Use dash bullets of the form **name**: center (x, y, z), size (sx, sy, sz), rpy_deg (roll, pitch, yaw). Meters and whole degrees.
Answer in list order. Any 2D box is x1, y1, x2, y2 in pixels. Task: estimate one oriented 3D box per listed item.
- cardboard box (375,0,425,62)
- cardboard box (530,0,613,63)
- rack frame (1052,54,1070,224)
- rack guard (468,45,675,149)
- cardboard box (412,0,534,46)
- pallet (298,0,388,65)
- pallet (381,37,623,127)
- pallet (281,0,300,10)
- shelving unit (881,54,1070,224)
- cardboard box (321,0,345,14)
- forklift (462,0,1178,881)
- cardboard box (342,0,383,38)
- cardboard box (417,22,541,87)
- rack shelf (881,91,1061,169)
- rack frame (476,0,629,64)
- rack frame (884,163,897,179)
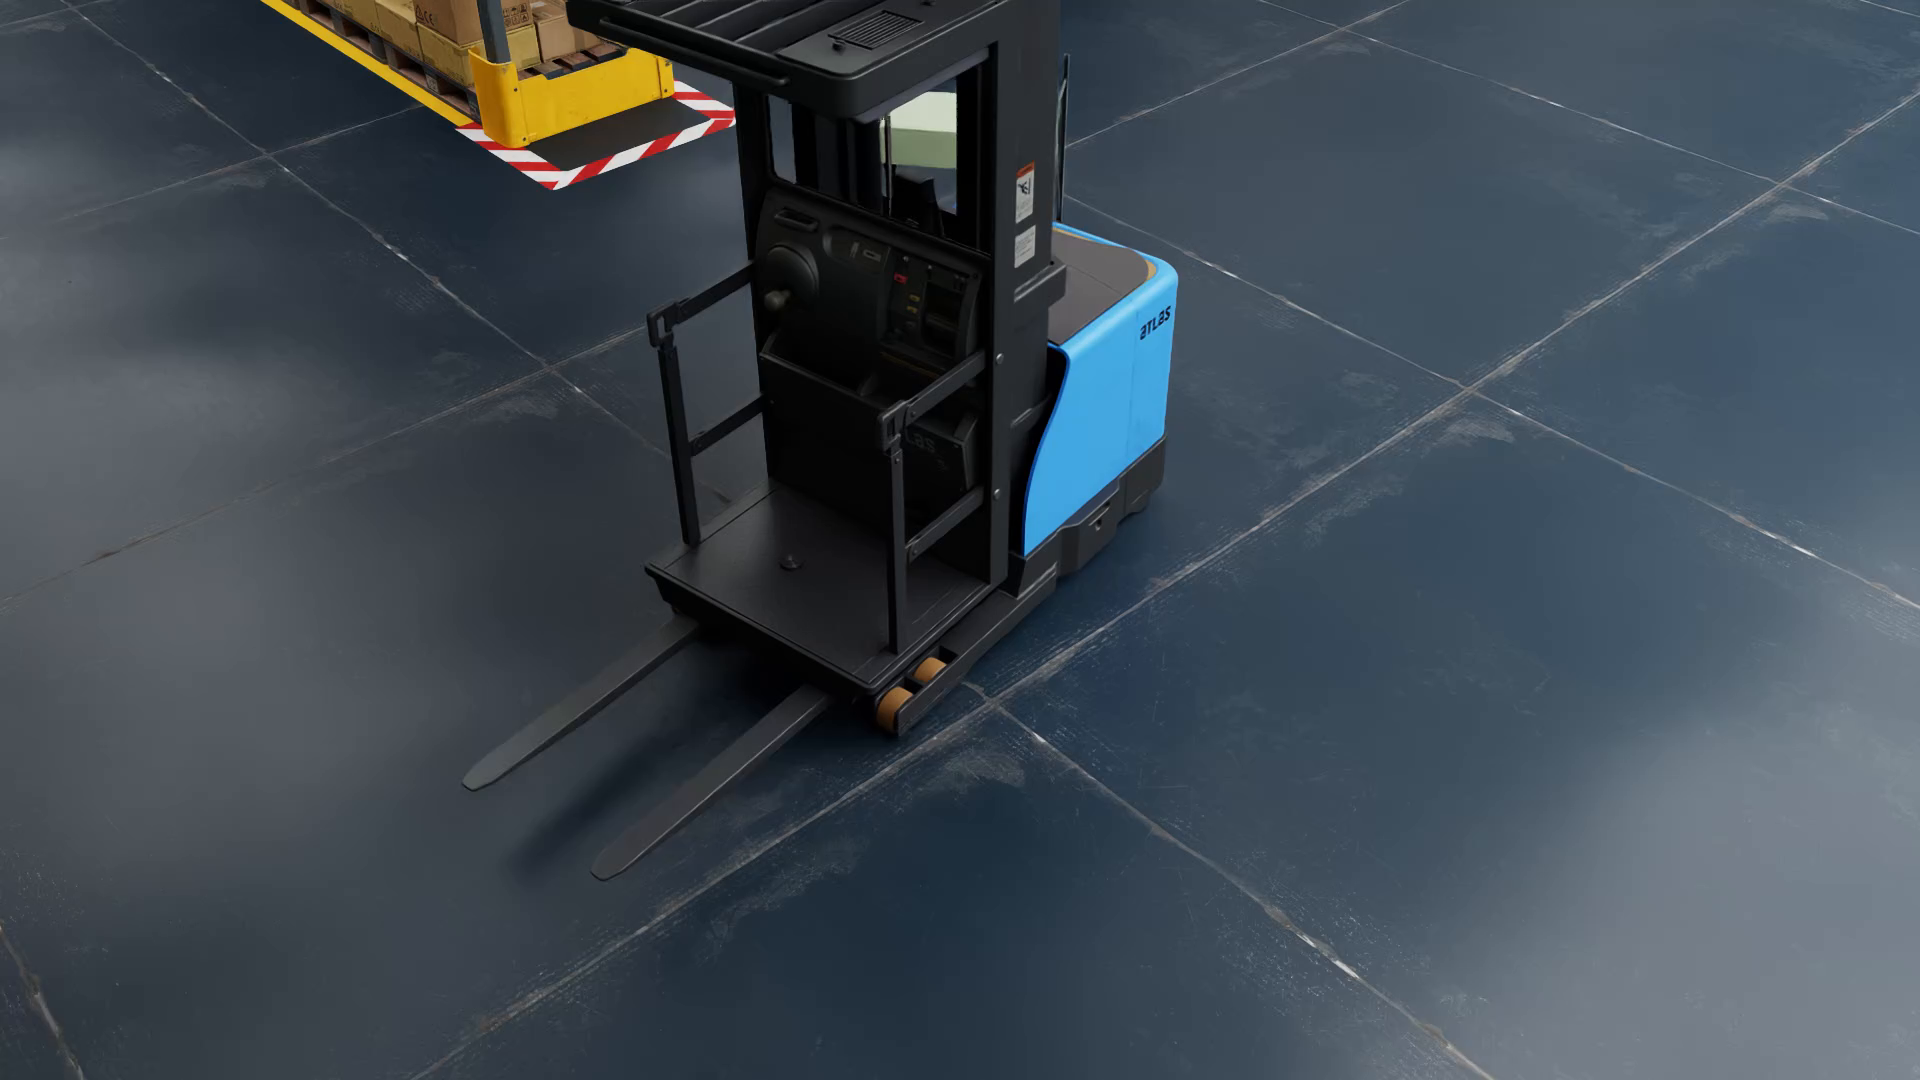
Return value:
- **cardboard box**: center (-3.199, -3.173, 10.146), size (0.500, 0.250, 0.500), rpy_deg (-30, 48, -32)
- **cardboard box**: center (-2.470, -3.167, 10.138), size (0.500, 0.250, 0.500), rpy_deg (-30, 48, -32)
- **rack frame**: center (0.403, -1.280, 7.127), size (0.023, 1.500, 0.400), rpy_deg (6, 37, 7)
- **rack guard**: center (-2.255, -2.747, 9.754), size (1.175, 0.500, 0.348), rpy_deg (-30, 48, -32)
- **cardboard box**: center (-2.854, -3.238, 9.629), size (0.500, 0.500, 0.500), rpy_deg (-30, 48, -32)
- **pallet**: center (-3.641, -3.546, 10.973), size (1.003, 0.211, 1.213), rpy_deg (-30, 48, -32)
- **pallet**: center (-2.820, -2.982, 10.274), size (1.003, 0.211, 1.213), rpy_deg (-30, 48, -32)
- **pallet**: center (-4.470, -4.111, 11.672), size (1.003, 0.211, 1.213), rpy_deg (-30, 48, -32)
- **shelving unit**: center (0.041, -1.317, 7.173), size (0.755, 1.500, 0.431), rpy_deg (6, 37, 7)
- **cardboard box**: center (-3.875, -3.636, 10.719), size (0.500, 0.250, 0.500), rpy_deg (-30, 48, -32)
- **forklift**: center (-0.443, -0.804, 5.413), size (1.130, 2.935, 3.031), rpy_deg (26, 45, 28)
- **cardboard box**: center (-3.538, -3.404, 10.432), size (0.500, 0.250, 0.500), rpy_deg (-30, 48, -32)
- **cardboard box**: center (-2.852, -2.947, 9.866), size (0.500, 0.250, 0.500), rpy_deg (-30, 48, -32)
- **rack shelf**: center (0.044, -1.630, 6.940), size (0.720, 0.370, 0.431), rpy_deg (6, 37, 7)
- **rack frame**: center (-2.272, -3.731, 8.982), size (1.000, 3.000, 0.127), rpy_deg (-30, 48, -32)
- **rack frame**: center (-0.320, -1.354, 7.219), size (0.023, 1.500, 0.400), rpy_deg (6, 37, 7)
